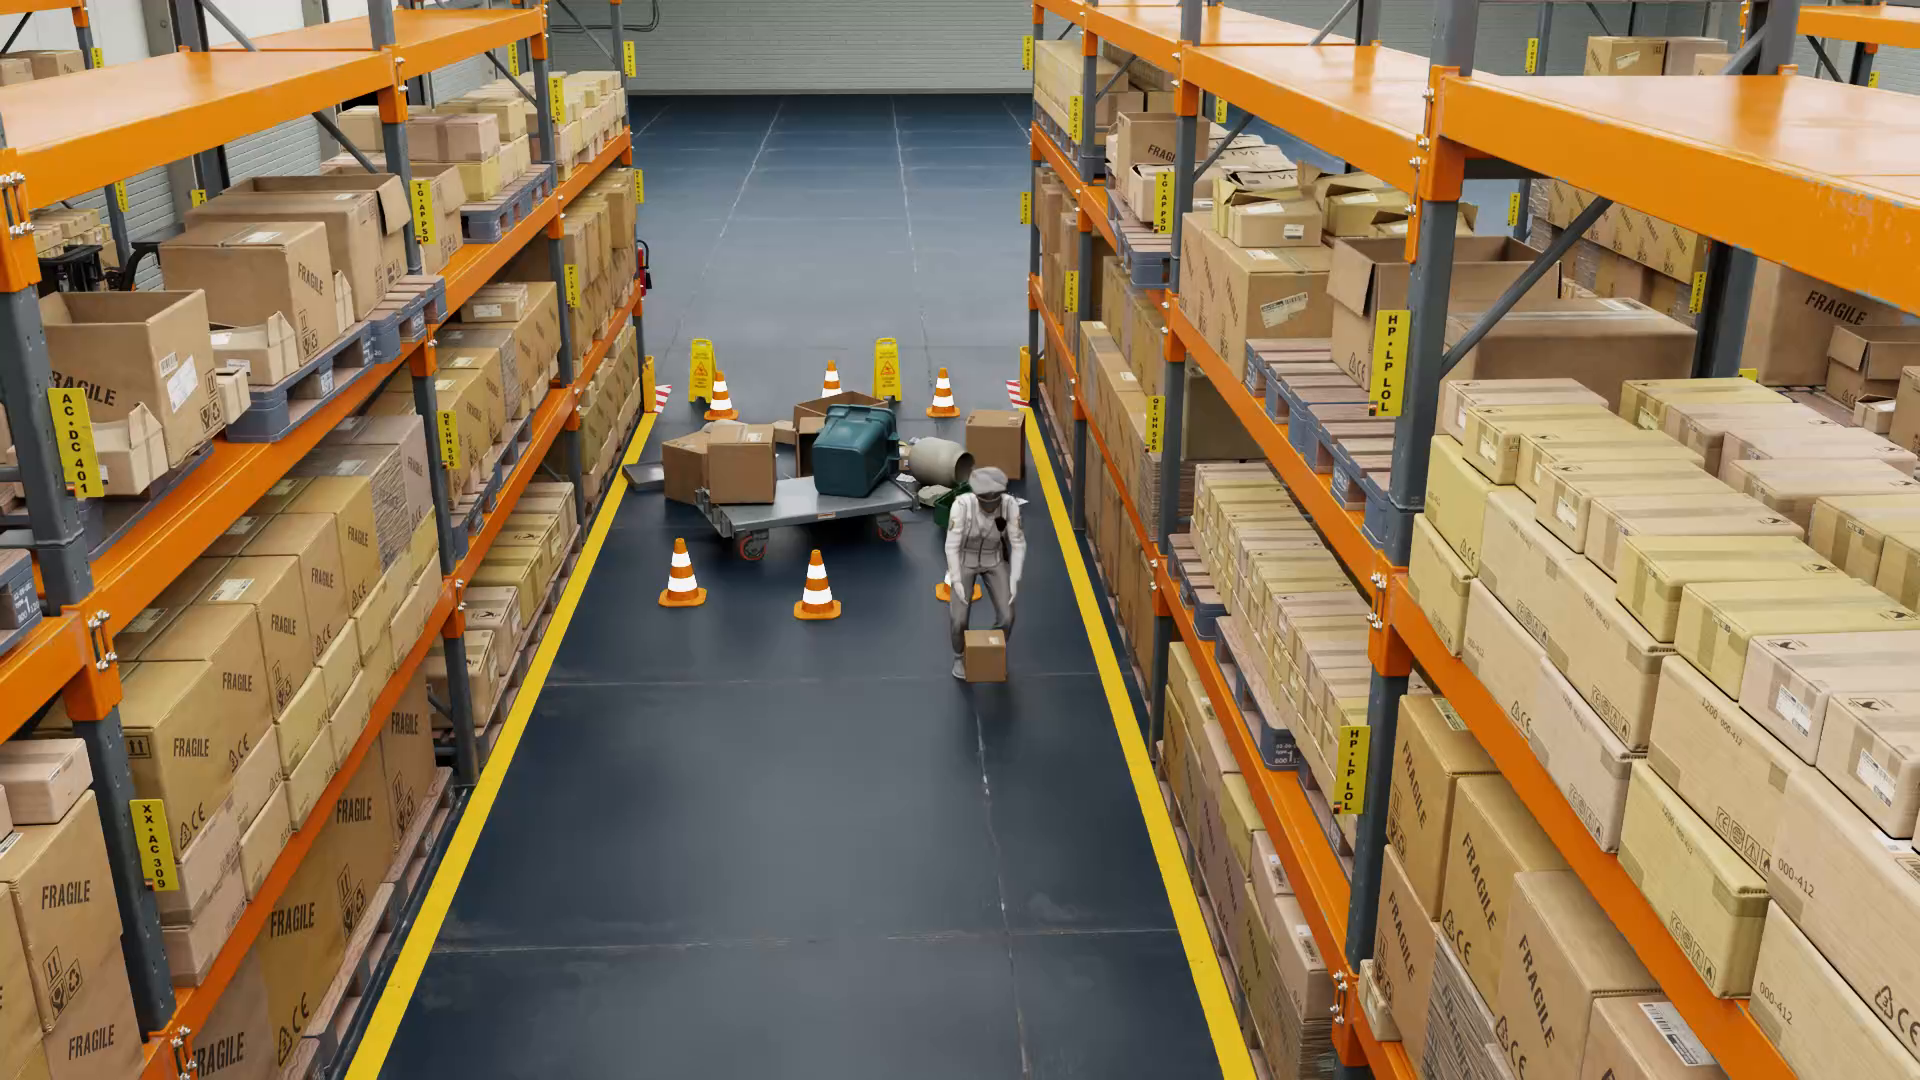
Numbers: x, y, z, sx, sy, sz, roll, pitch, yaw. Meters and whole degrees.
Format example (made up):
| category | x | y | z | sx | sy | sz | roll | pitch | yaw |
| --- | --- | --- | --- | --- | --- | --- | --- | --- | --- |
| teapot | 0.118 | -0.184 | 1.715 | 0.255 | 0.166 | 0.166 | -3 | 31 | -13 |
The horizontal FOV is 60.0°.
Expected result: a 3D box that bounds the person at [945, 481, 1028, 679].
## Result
| category | x | y | z | sx | sy | sz | roll | pitch | yaw |
| --- | --- | --- | --- | --- | --- | --- | --- | --- | --- |
| person | 0.167 | 0.242 | 10.816 | 0.535 | 1.404 | 0.691 | -1 | 21 | -3 |
